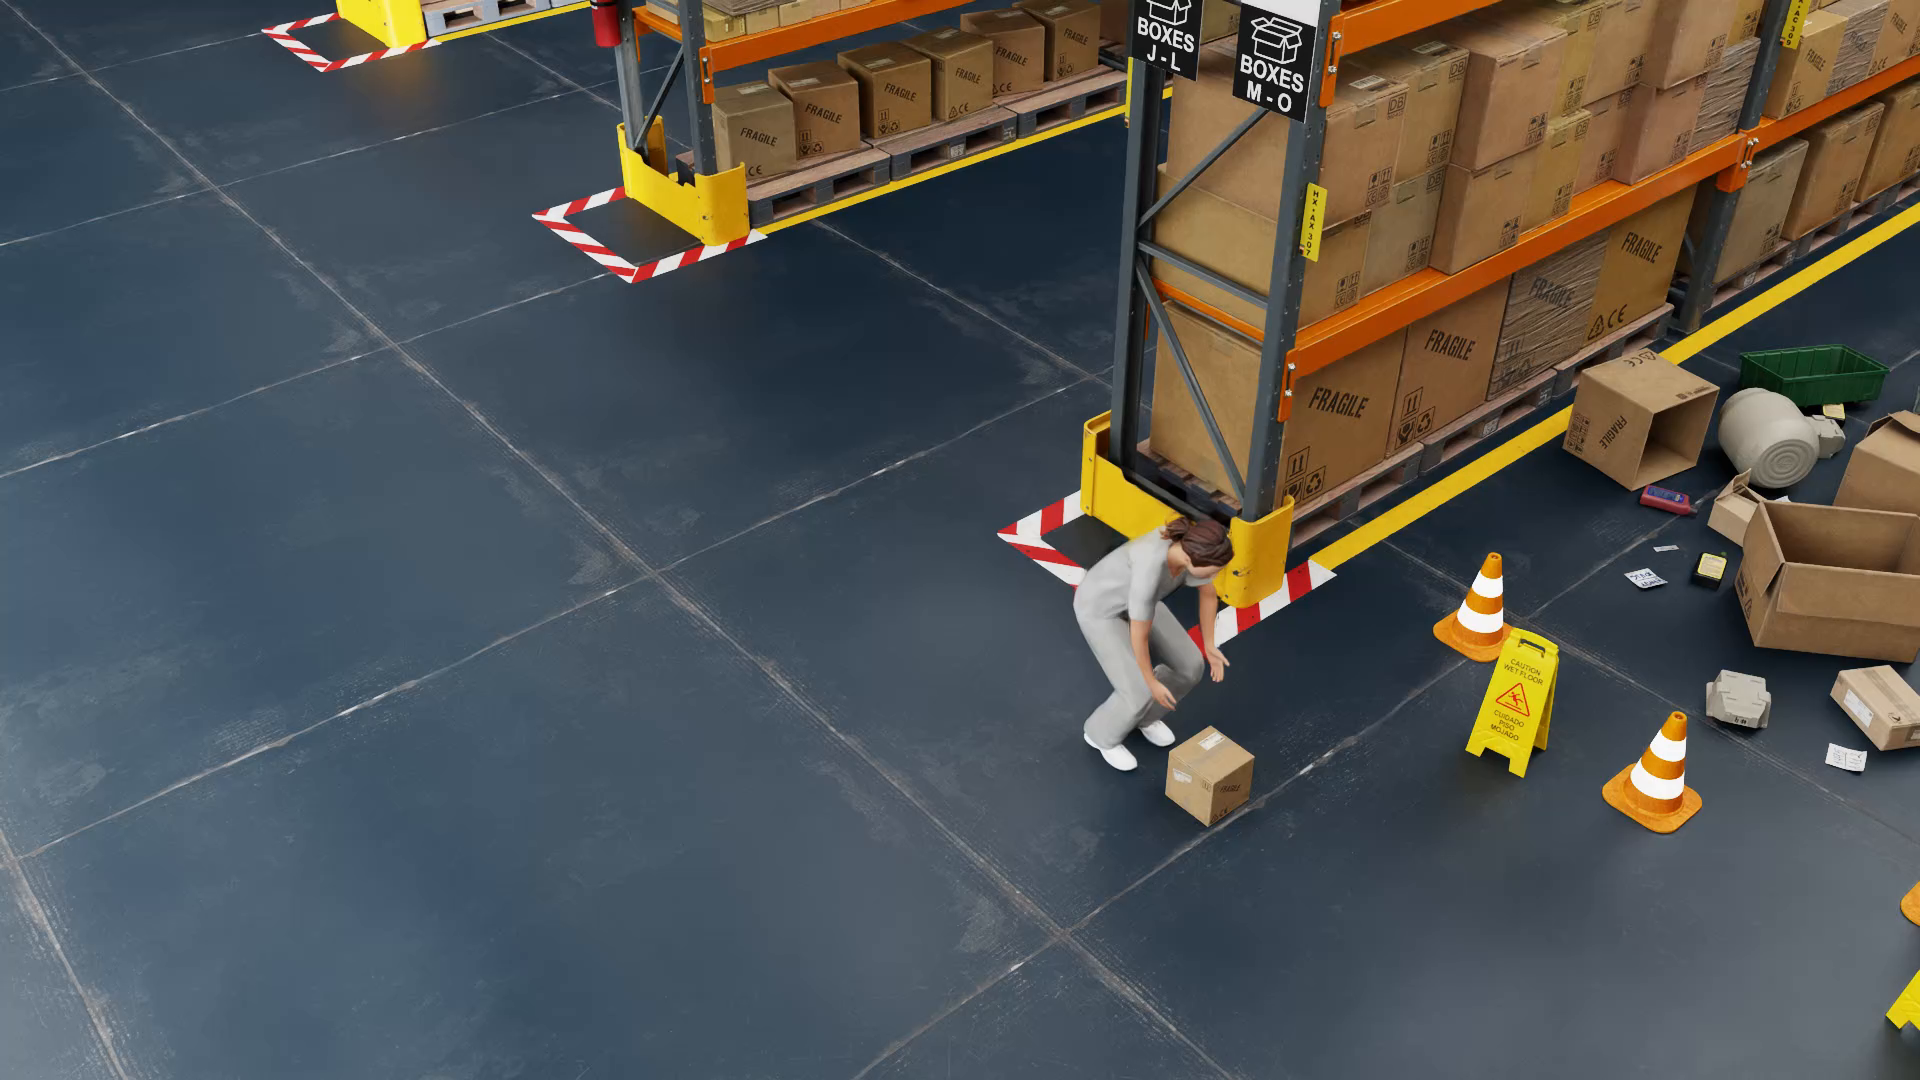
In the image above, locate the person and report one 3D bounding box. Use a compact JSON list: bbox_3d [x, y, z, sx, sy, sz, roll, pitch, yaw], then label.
[{"bbox_3d":[0.810,0.408,6.911,0.495,1.216,0.720,-26,44,-31],"label":"person"}]
